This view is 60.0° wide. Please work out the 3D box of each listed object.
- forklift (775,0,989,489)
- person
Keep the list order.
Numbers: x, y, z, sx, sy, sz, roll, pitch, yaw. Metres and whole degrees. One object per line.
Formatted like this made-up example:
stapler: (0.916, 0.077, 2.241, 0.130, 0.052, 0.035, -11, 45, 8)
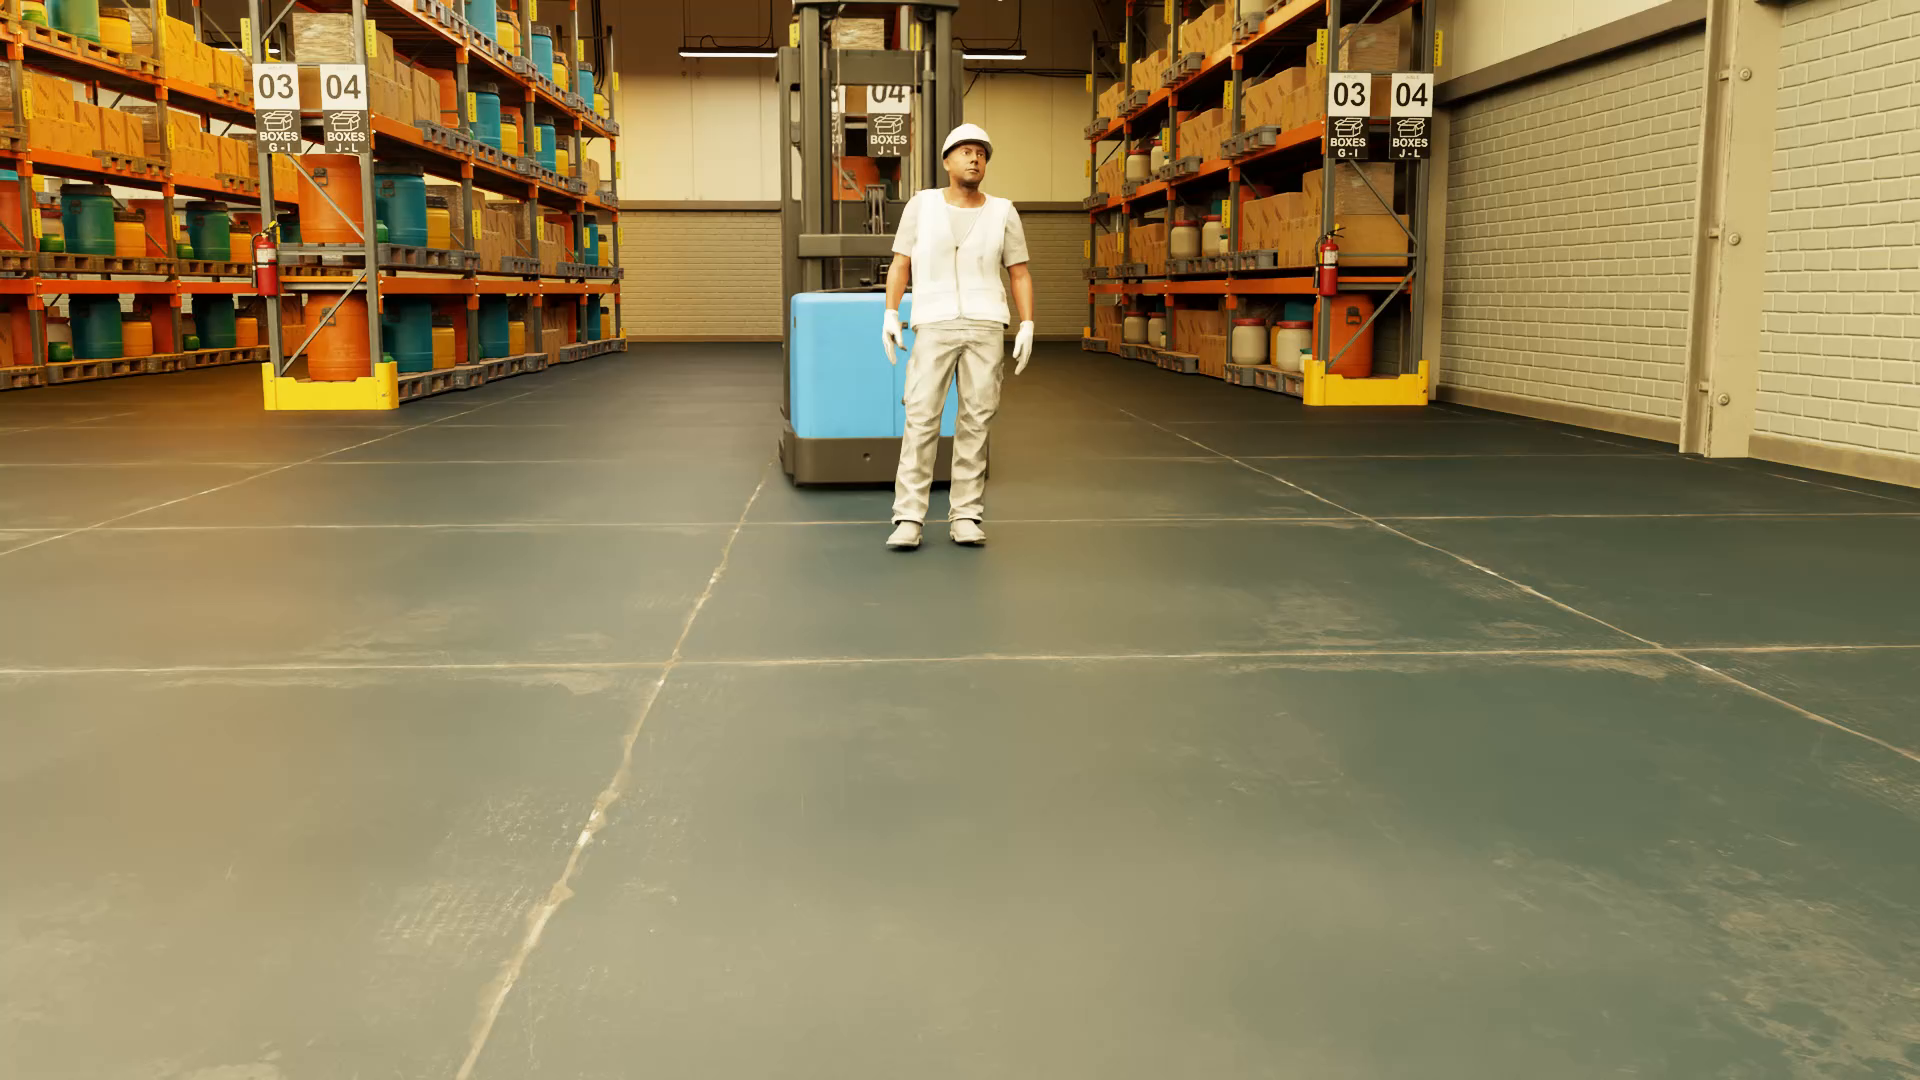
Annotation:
forklift: (-0.559, -1.911, 10.202, 1.130, 2.935, 3.031, -1, 9, -8)
person: (-0.003, -0.878, 7.106, 0.656, 1.784, 0.575, -1, 8, -4)
